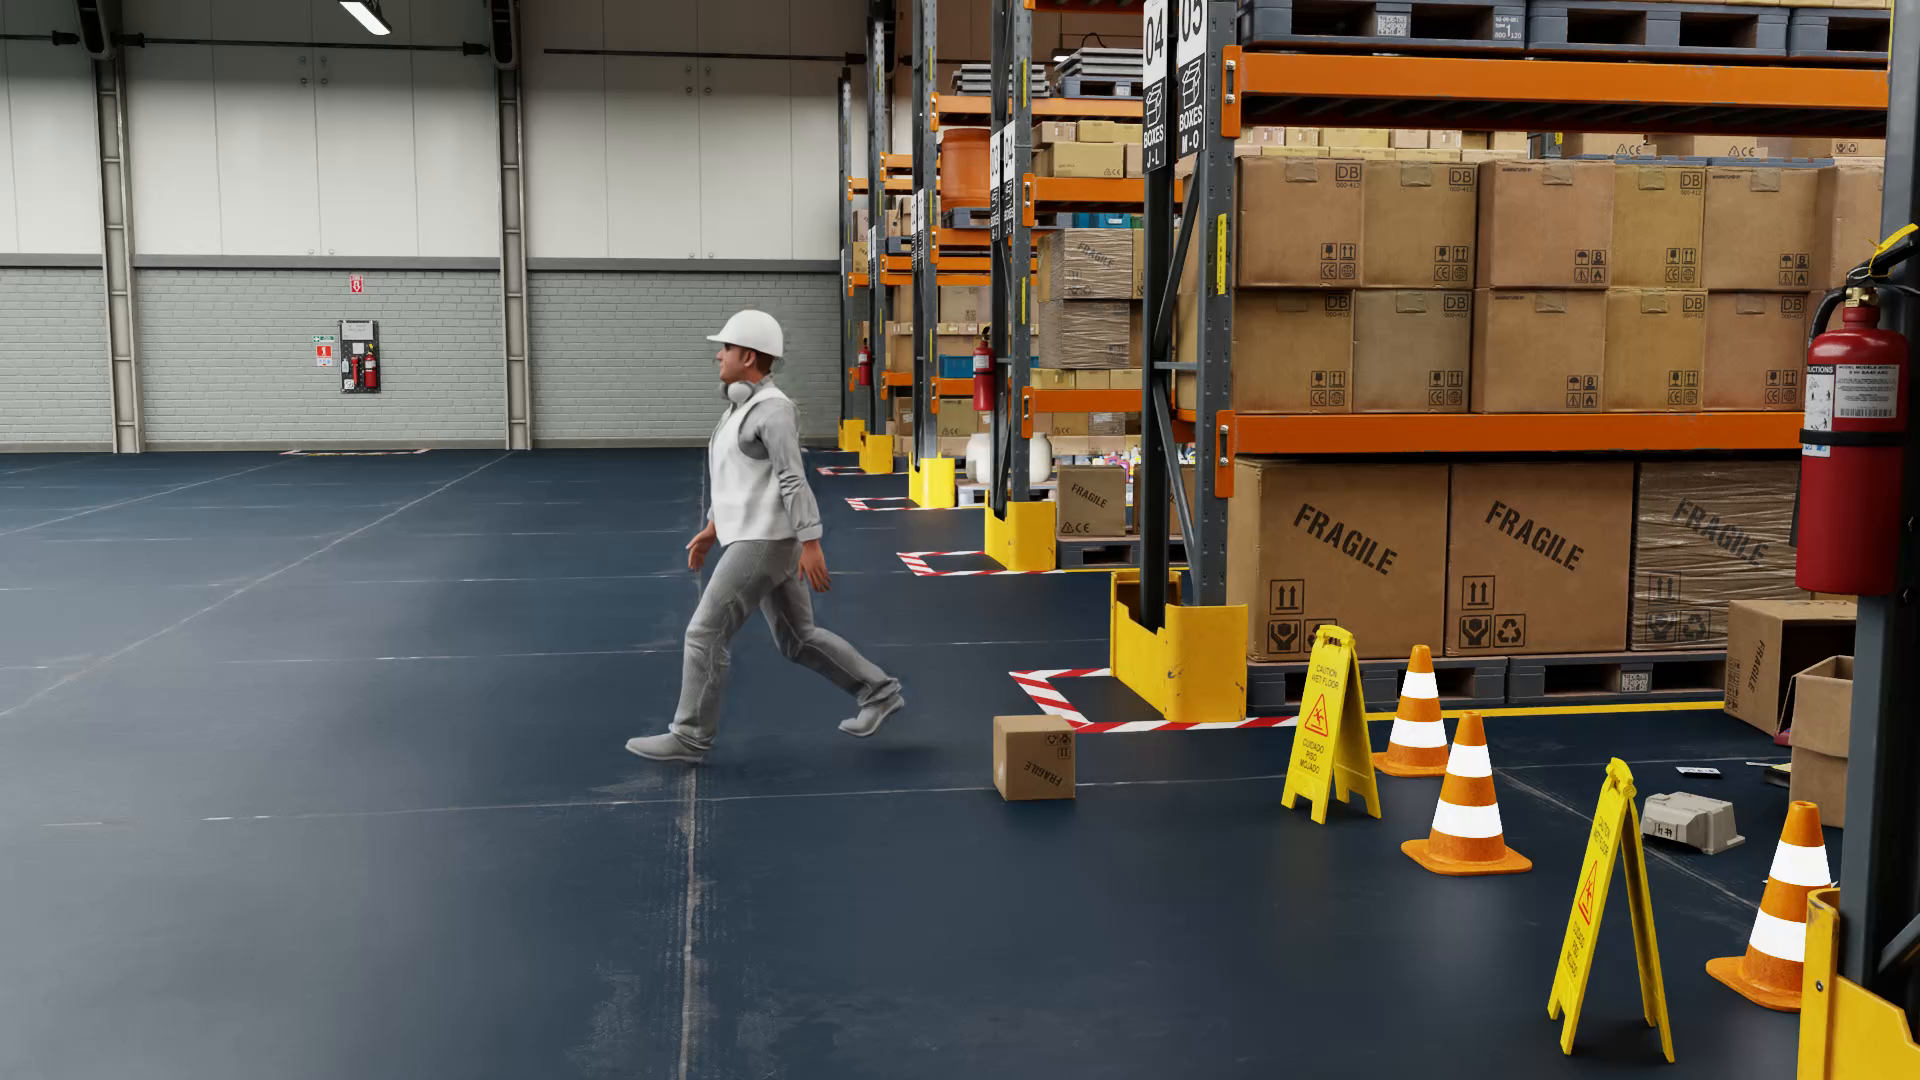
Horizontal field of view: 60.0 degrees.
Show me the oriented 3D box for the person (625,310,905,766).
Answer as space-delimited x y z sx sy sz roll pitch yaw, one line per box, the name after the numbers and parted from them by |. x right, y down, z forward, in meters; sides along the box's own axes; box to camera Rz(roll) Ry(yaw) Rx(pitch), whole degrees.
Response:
-0.742 -0.016 6.387 1.099 1.717 0.571 -1 7 -11 | person
